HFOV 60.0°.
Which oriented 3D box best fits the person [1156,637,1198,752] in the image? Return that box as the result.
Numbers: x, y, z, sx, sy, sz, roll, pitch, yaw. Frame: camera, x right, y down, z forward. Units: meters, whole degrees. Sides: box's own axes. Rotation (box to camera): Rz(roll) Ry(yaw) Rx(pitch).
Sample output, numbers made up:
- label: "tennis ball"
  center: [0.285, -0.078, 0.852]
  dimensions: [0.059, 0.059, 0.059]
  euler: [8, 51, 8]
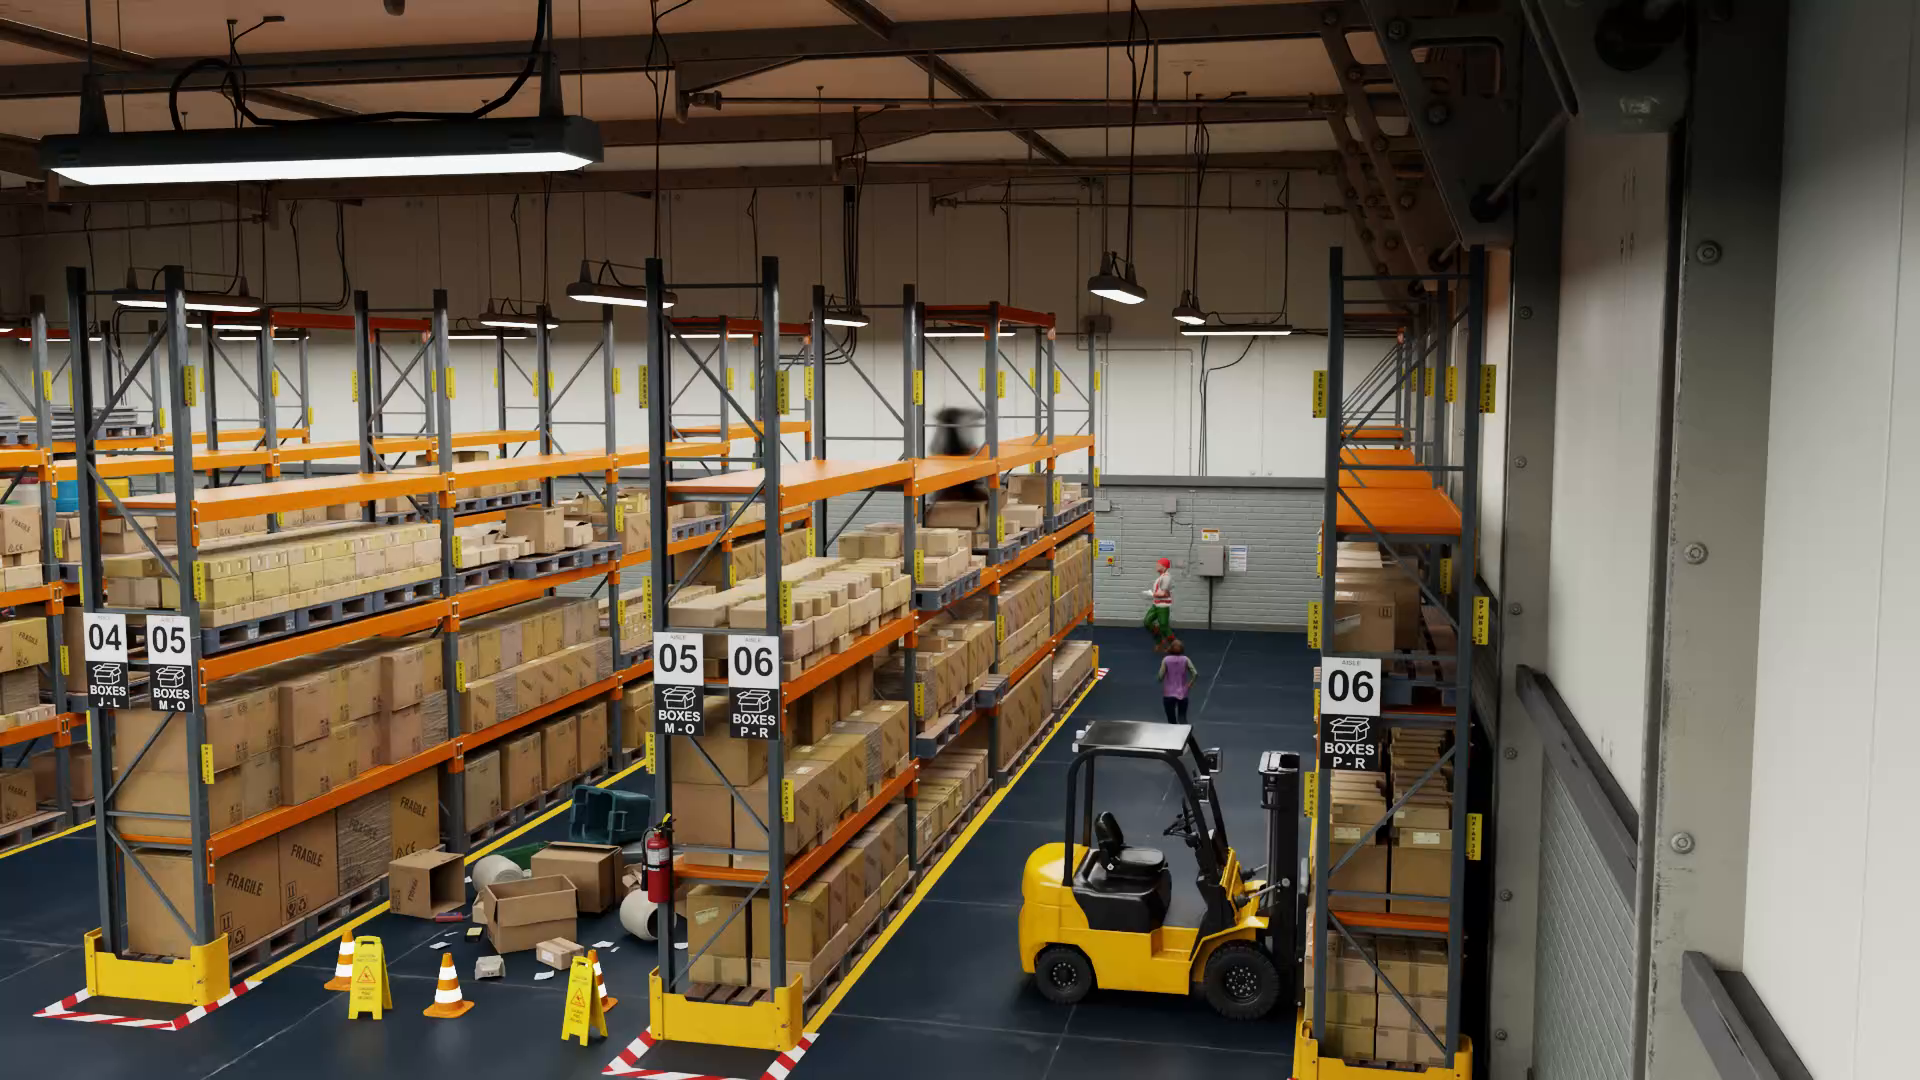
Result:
- label: "person"
  center: [2.919, 2.102, 22.495]
  dimensions: [0.543, 1.592, 0.651]
  euler: [0, 6, 3]

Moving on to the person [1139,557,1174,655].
- label: "person"
  center: [3.598, 1.214, 30.305]
  dimensions: [0.734, 1.818, 0.644]
  euler: [-1, 6, -7]
